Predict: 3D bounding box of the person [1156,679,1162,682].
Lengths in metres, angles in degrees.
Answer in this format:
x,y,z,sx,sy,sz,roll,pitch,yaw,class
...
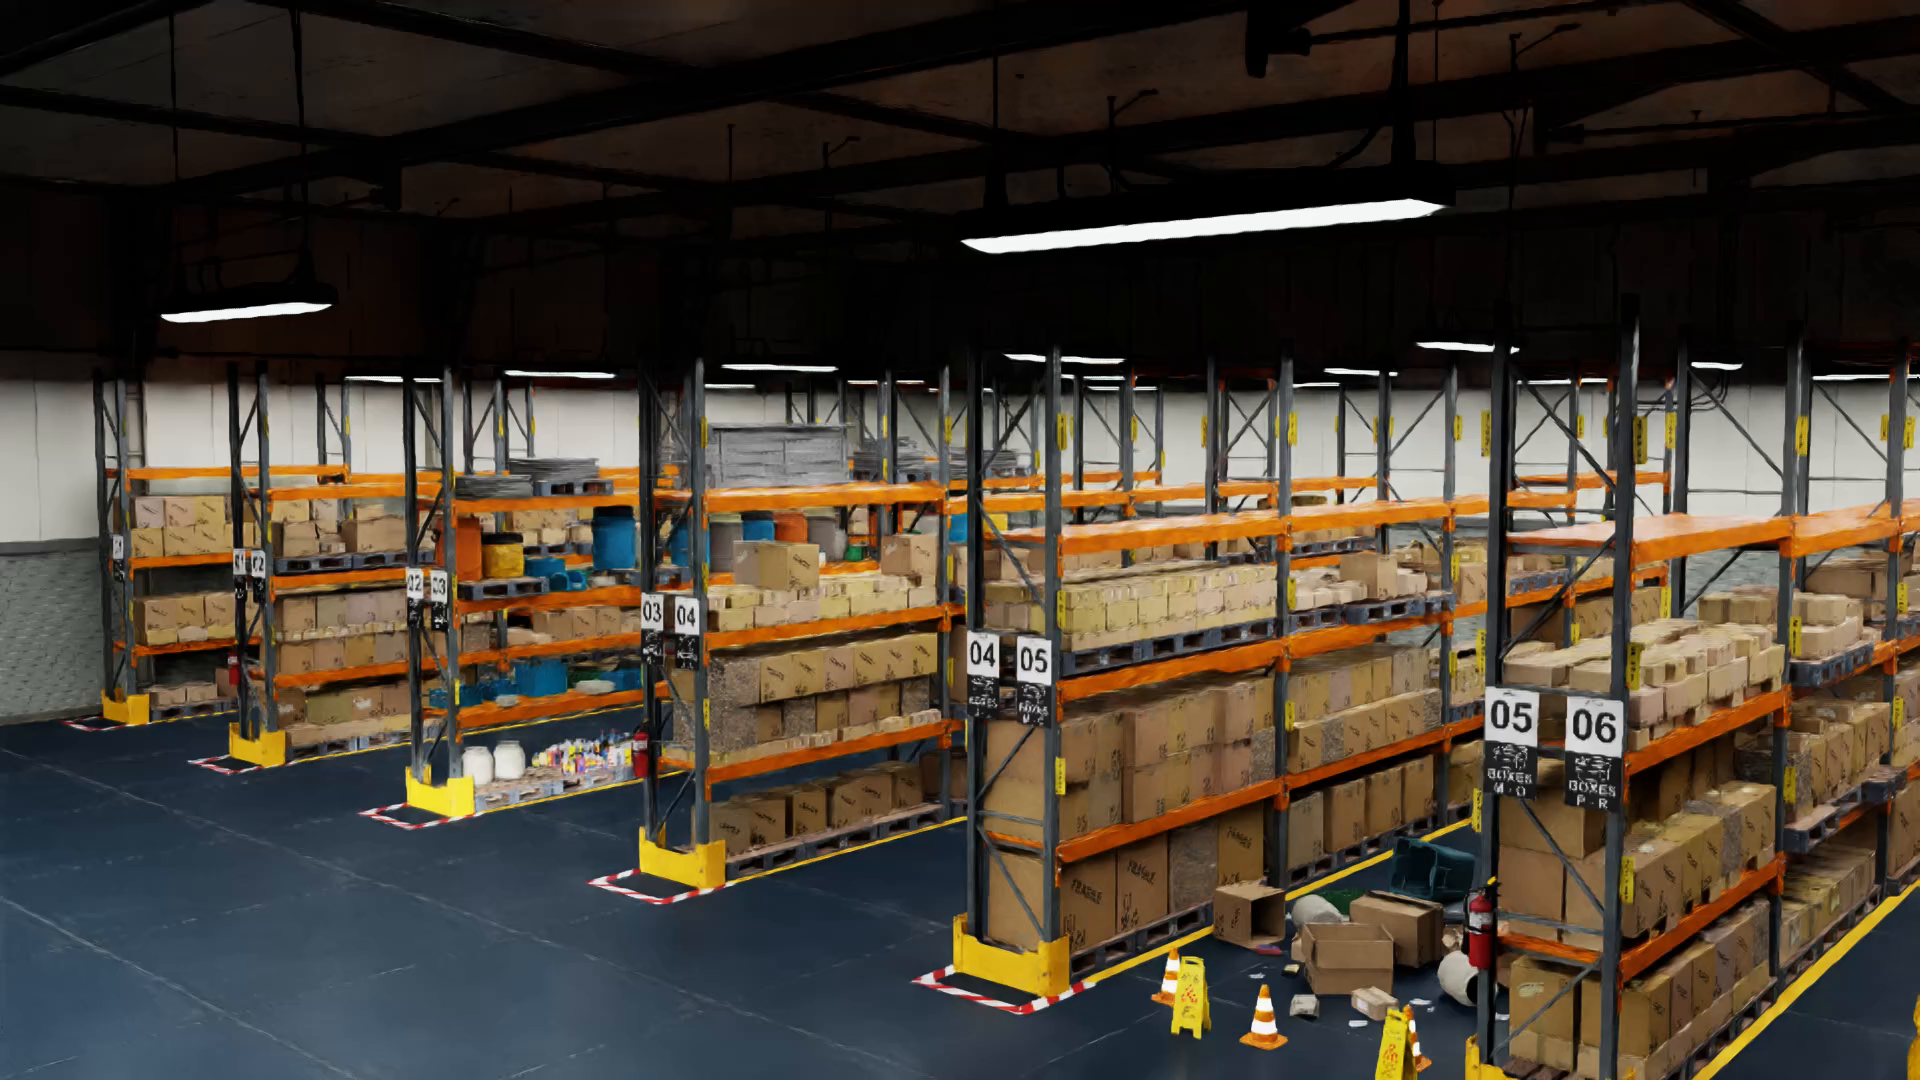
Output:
x,y,z,sx,sy,sz,roll,pitch,yaw,class
2.690,2.651,22.567,0.677,1.726,0.574,3,5,39,person

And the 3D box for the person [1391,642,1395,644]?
x,y,z,sx,sy,sz,roll,pitch,yaw,class
6.690,2.421,25.686,0.575,1.689,1.128,3,5,39,person
